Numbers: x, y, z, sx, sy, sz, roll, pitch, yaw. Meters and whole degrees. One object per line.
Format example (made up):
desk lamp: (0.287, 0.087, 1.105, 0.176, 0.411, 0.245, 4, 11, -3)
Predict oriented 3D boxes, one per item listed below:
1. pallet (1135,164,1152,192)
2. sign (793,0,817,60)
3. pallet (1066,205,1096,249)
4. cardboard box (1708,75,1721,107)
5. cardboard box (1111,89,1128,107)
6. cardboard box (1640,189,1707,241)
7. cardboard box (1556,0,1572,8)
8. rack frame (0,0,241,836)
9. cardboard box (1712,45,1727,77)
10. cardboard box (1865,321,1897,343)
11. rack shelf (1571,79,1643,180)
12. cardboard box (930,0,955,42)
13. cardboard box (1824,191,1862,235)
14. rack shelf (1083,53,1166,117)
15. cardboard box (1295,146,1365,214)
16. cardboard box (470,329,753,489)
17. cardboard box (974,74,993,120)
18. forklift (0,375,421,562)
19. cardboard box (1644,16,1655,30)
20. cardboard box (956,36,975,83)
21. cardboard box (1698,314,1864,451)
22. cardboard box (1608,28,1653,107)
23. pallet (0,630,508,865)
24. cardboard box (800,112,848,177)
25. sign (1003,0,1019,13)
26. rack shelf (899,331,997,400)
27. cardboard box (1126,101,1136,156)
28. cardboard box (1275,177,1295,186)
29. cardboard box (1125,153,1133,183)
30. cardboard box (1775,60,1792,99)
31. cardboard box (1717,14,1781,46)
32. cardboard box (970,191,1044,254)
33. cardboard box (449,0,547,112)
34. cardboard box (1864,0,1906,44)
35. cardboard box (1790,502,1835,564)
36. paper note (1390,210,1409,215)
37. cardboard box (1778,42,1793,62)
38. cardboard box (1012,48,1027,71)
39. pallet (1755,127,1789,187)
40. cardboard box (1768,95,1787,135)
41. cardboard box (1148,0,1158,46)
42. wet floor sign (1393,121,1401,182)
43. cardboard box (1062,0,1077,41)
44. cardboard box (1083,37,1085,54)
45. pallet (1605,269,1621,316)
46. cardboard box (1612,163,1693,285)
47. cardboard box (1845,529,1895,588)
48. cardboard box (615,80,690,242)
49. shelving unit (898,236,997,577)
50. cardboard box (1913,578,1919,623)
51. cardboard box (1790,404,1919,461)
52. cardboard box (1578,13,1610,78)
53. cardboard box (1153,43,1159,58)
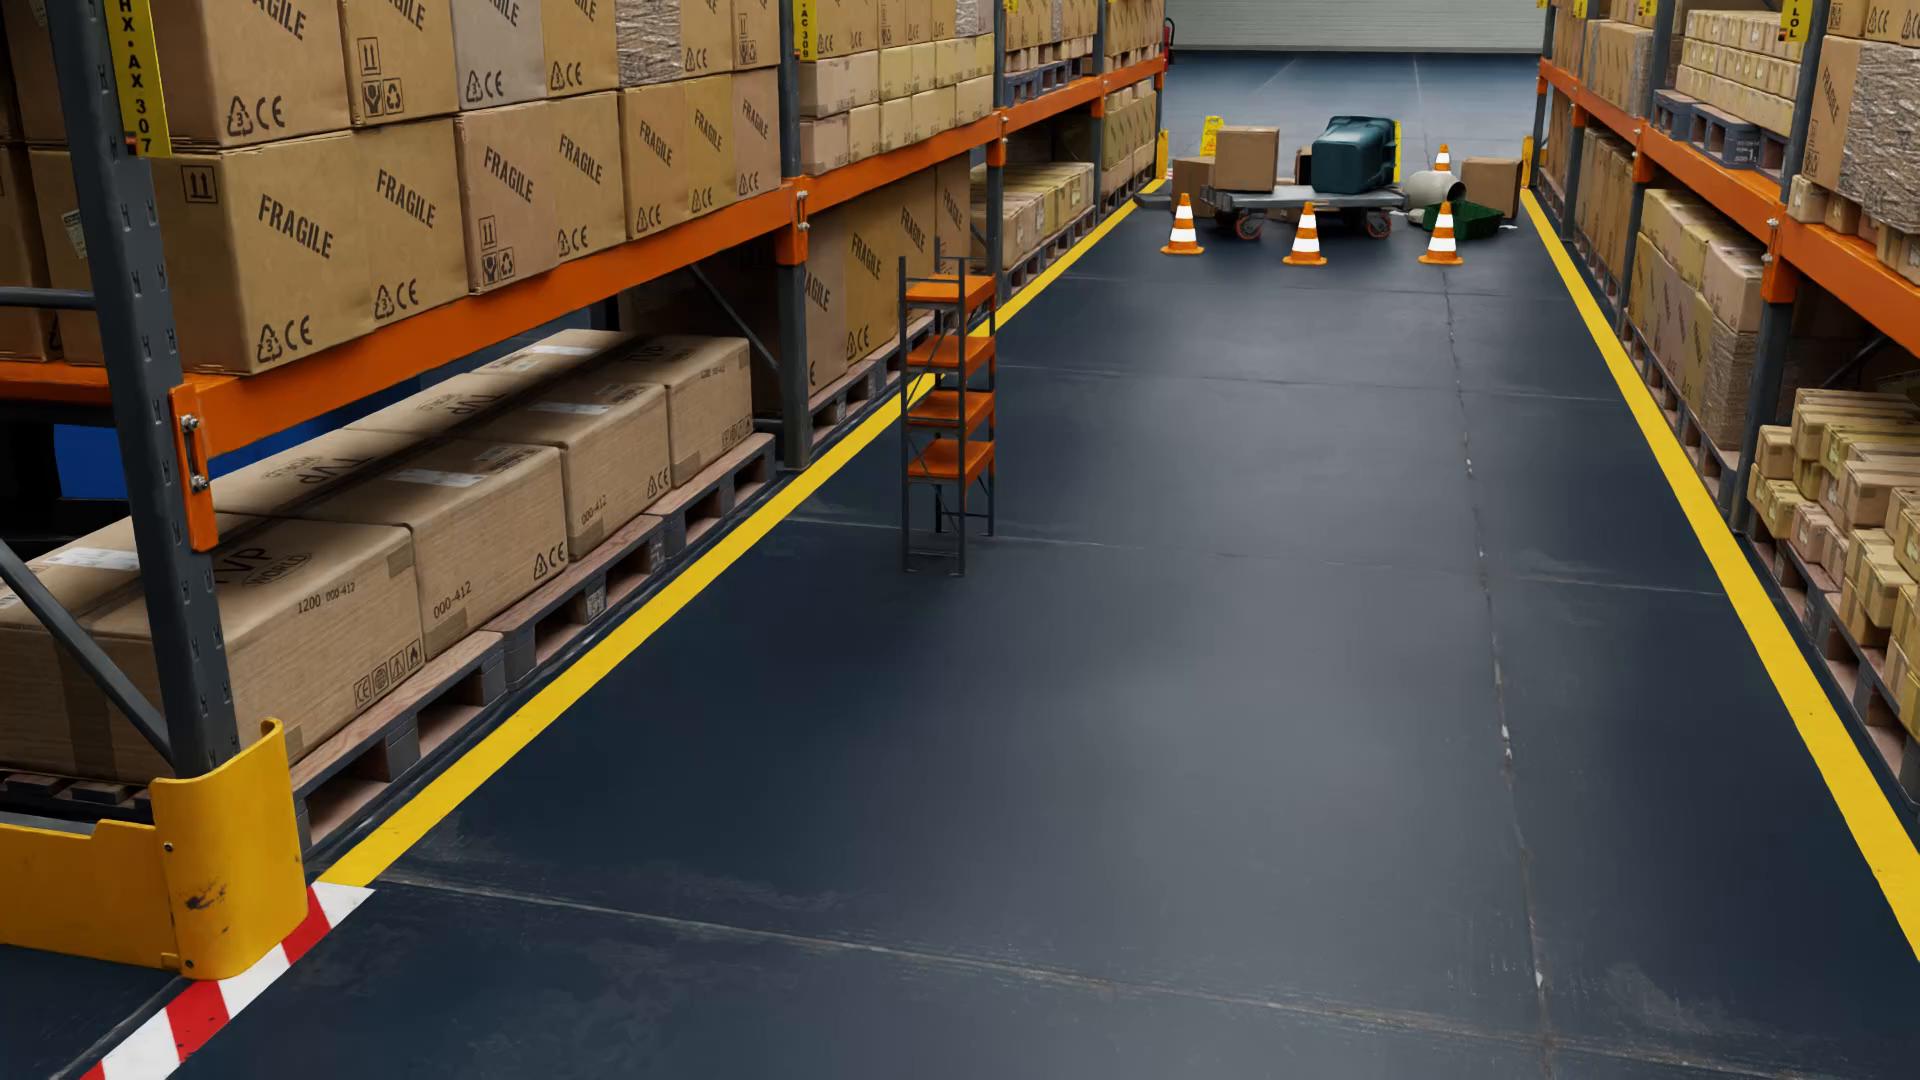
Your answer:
pallet: (1.492, -3.943, 17.906, 1.003, 0.211, 1.213, 5, 19, 13)
sign: (-0.650, -2.181, 6.971, 0.100, 0.325, 0.005, 5, 19, 13)
pallet: (0.577, -2.721, 14.328, 1.003, 0.211, 1.213, 5, 19, 13)
cardboard box: (4.050, -2.290, 8.491, 0.380, 0.149, 0.250, 5, 20, 15)
cardboard box: (1.384, -4.203, 15.794, 0.380, 0.149, 0.250, 5, 20, 15)
cardboard box: (4.210, -1.846, 9.507, 0.500, 0.250, 0.500, 4, 19, 11)
cardboard box: (6.126, -5.304, 15.672, 0.875, 0.550, 0.550, 5, 19, 13)
rack frame: (-2.166, -0.524, 3.580, 1.000, 3.000, 0.127, 5, 19, 13)
cardboard box: (4.051, -2.431, 8.442, 0.380, 0.149, 0.250, 5, 19, 13)
cardboard box: (4.073, -1.000, 7.031, 0.500, 0.250, 0.500, 4, 19, 11)
rack shelf: (5.102, -2.958, 11.821, 1.077, 0.370, 4.000, 5, 19, 13)
cardboard box: (-0.329, -3.052, 9.281, 0.500, 0.500, 0.500, 5, 19, 13)
cardboard box: (3.258, -1.149, 5.801, 0.380, 0.149, 0.250, 5, 20, 15)
rack shelf: (1.255, -4.571, 16.543, 1.077, 0.370, 4.000, 5, 19, 13)
cardboard box: (3.549, -3.377, 15.587, 0.797, 0.637, 0.503, 5, 19, 13)
cardboard box: (-1.446, -0.575, 7.045, 0.875, 0.438, 0.875, 4, 19, 13)
cardboard box: (-0.083, -2.781, 10.421, 0.500, 0.250, 0.500, 4, 19, 11)
forklift: (-3.777, -1.418, 6.305, 3.031, 2.935, 1.130, 0, 19, 1)
cardboard box: (4.978, -3.652, 11.037, 0.700, 0.500, 0.500, 4, 19, 13)
cardboard box: (-0.205, -2.864, 9.890, 0.500, 0.250, 0.500, 4, 19, 12)
cardboard box: (3.573, -0.686, 7.272, 0.500, 0.500, 0.500, 4, 19, 12)
cardboard box: (4.708, -3.194, 11.245, 0.500, 0.500, 0.500, 4, 19, 12)
pallet: (-2.047, 0.539, 4.783, 1.003, 0.211, 1.213, 5, 19, 13)
cardboard box: (-0.825, -1.823, 7.617, 0.500, 0.250, 0.500, 4, 19, 12)
sign: (0.328, -3.536, 10.609, 0.100, 0.325, 0.005, 5, 19, 13)
rack shelf: (-0.040, -0.664, 6.291, 0.258, 0.148, 0.480, 5, 19, 13)
cardboard box: (1.420, -4.032, 16.295, 0.500, 0.500, 0.500, 6, 20, 16)
cardboard box: (3.382, -3.619, 17.054, 0.380, 0.149, 0.250, 17, 25, 41)
cardboard box: (1.418, -3.681, 16.427, 0.500, 0.250, 0.500, 4, 19, 13)
cardboard box: (3.668, -1.939, 7.003, 0.380, 0.149, 0.250, 6, 20, 16)
cardboard box: (4.056, -2.575, 8.404, 0.380, 0.149, 0.250, 6, 20, 16)
cardboard box: (0.109, -2.395, 12.473, 0.950, 0.372, 0.625, 4, 19, 12)
cardboard box: (-1.535, -1.497, 4.727, 0.500, 0.500, 0.500, 5, 19, 13)
cardboard box: (3.178, -1.794, 5.136, 0.500, 0.500, 0.500, 4, 19, 12)
cardboard box: (3.160, -0.014, 5.847, 0.380, 0.149, 0.250, 5, 19, 13)
paper note: (4.148, -3.087, 15.690, 0.172, 0.023, 0.155, 12, 22, 32)
cardboard box: (3.675, -2.086, 6.972, 0.380, 0.149, 0.250, 4, 19, 12)
cardboard box: (0.262, -3.366, 11.641, 0.380, 0.149, 0.250, 3, 19, 10)
pallet: (3.964, -1.555, 6.897, 1.003, 0.211, 1.213, 5, 19, 13)
cardboard box: (3.667, -1.797, 7.048, 0.380, 0.149, 0.250, 5, 19, 13)
cardboard box: (1.751, -5.378, 17.178, 0.500, 0.500, 0.500, 5, 19, 14)
wet floor sign: (4.655, -4.231, 18.075, 0.267, 0.644, 0.232, 1, 19, 4)
cardboard box: (0.624, -4.192, 13.055, 0.500, 0.500, 0.500, 5, 20, 15)
cardboard box: (0.826, -4.100, 13.790, 0.380, 0.149, 0.250, 4, 19, 12)
pallet: (4.879, -1.593, 11.026, 1.003, 0.211, 1.213, 5, 19, 13)
cardboard box: (4.849, -1.990, 10.703, 1.050, 0.750, 0.750, 4, 19, 13)
cardboard box: (2.956, 0.088, 5.089, 0.380, 0.149, 0.250, 5, 19, 13)
cardboard box: (-1.283, -1.339, 5.811, 0.500, 0.500, 0.500, 4, 19, 13)
shelving unit: (-0.040, -0.516, 6.342, 0.258, 1.200, 0.503, 5, 19, 13)
cardboard box: (2.736, 0.188, 4.336, 0.380, 0.149, 0.250, 5, 20, 15)
cardboard box: (3.226, -0.376, 5.988, 0.380, 0.149, 0.250, 6, 20, 16)
cardboard box: (5.669, -4.113, 13.857, 0.875, 0.550, 0.550, 5, 19, 13)
cardboard box: (1.905, -5.197, 17.652, 0.380, 0.149, 0.250, 4, 19, 13)
